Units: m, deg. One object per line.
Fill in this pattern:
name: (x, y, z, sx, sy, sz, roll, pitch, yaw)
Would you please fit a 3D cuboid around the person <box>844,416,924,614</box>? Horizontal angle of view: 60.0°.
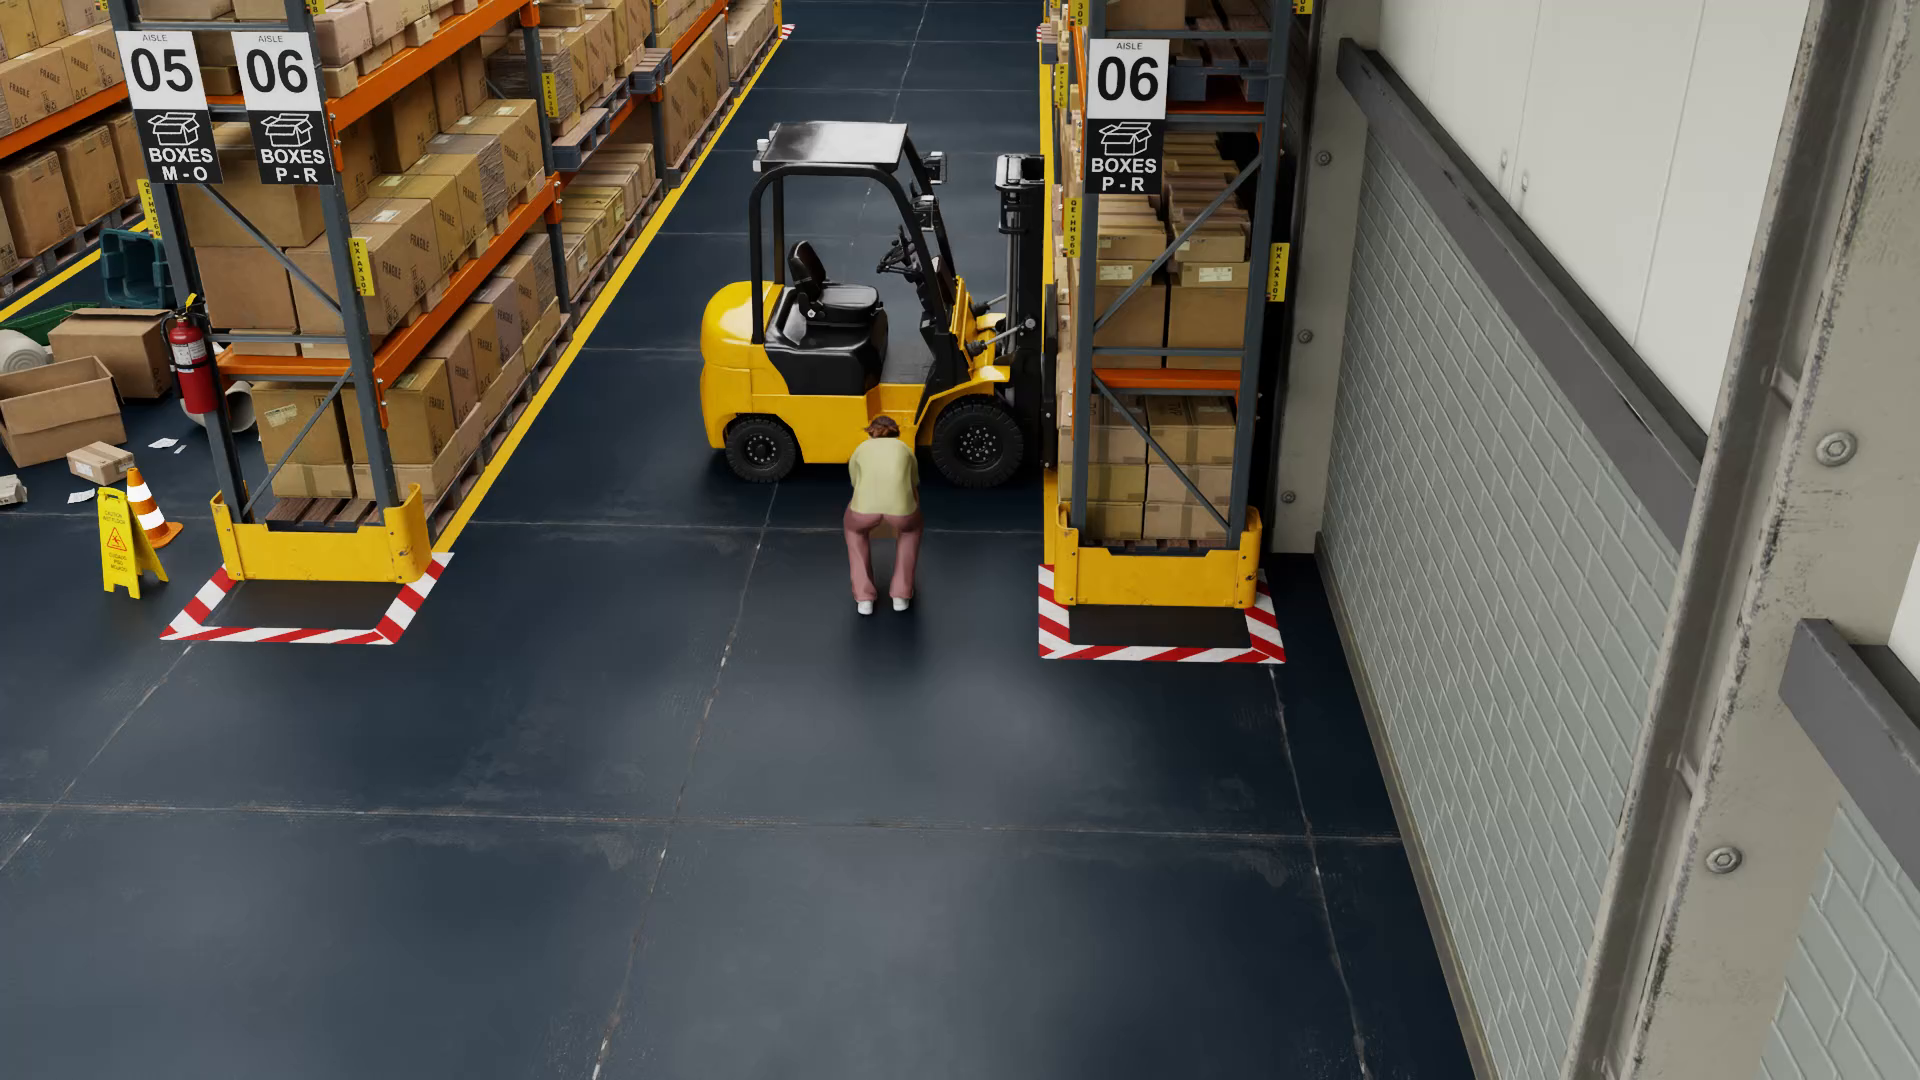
person: (-0.441, -0.148, 9.617, 0.464, 1.002, 0.866, 0, 28, -1)
